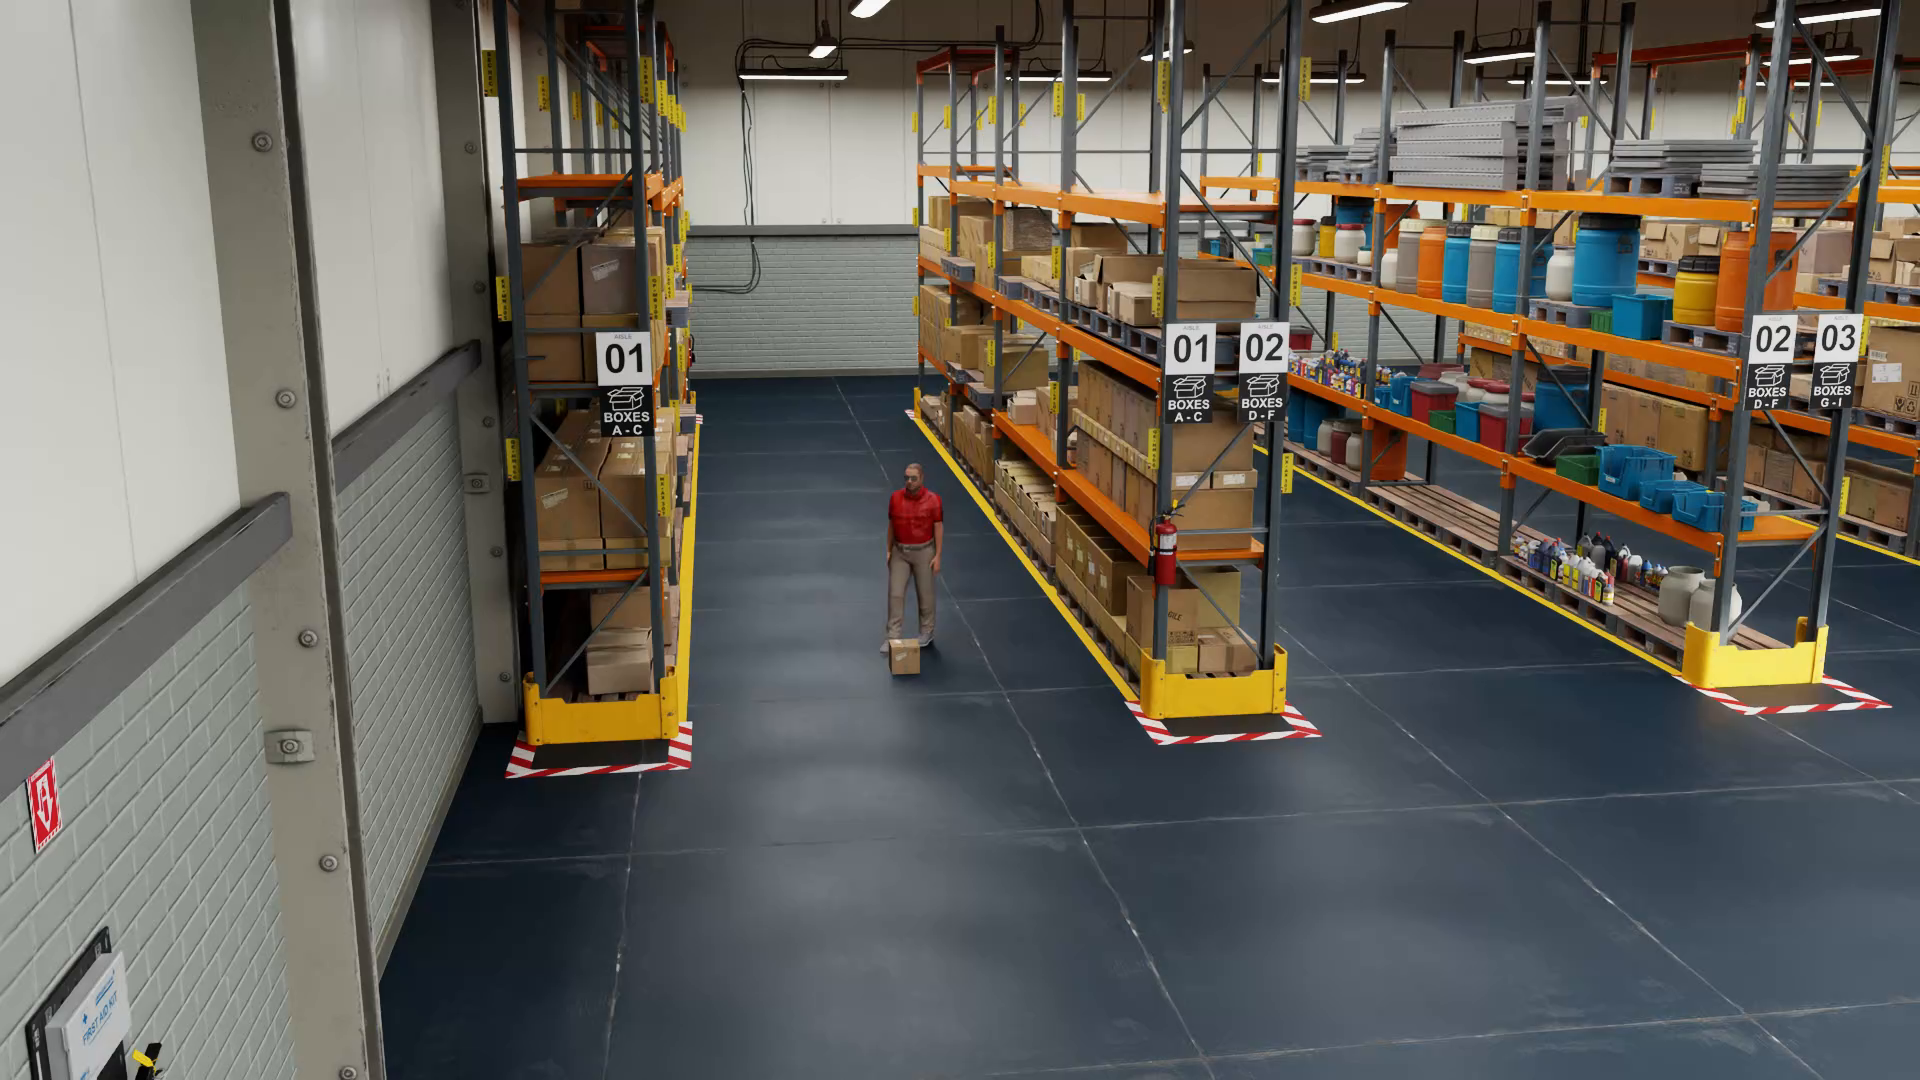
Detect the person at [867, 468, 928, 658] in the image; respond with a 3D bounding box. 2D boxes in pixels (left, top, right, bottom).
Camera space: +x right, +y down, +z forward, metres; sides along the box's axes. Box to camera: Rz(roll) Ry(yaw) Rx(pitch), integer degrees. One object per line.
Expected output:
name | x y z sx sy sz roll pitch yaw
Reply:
person | -0.578 0.210 15.107 0.549 1.745 0.533 1 13 6
